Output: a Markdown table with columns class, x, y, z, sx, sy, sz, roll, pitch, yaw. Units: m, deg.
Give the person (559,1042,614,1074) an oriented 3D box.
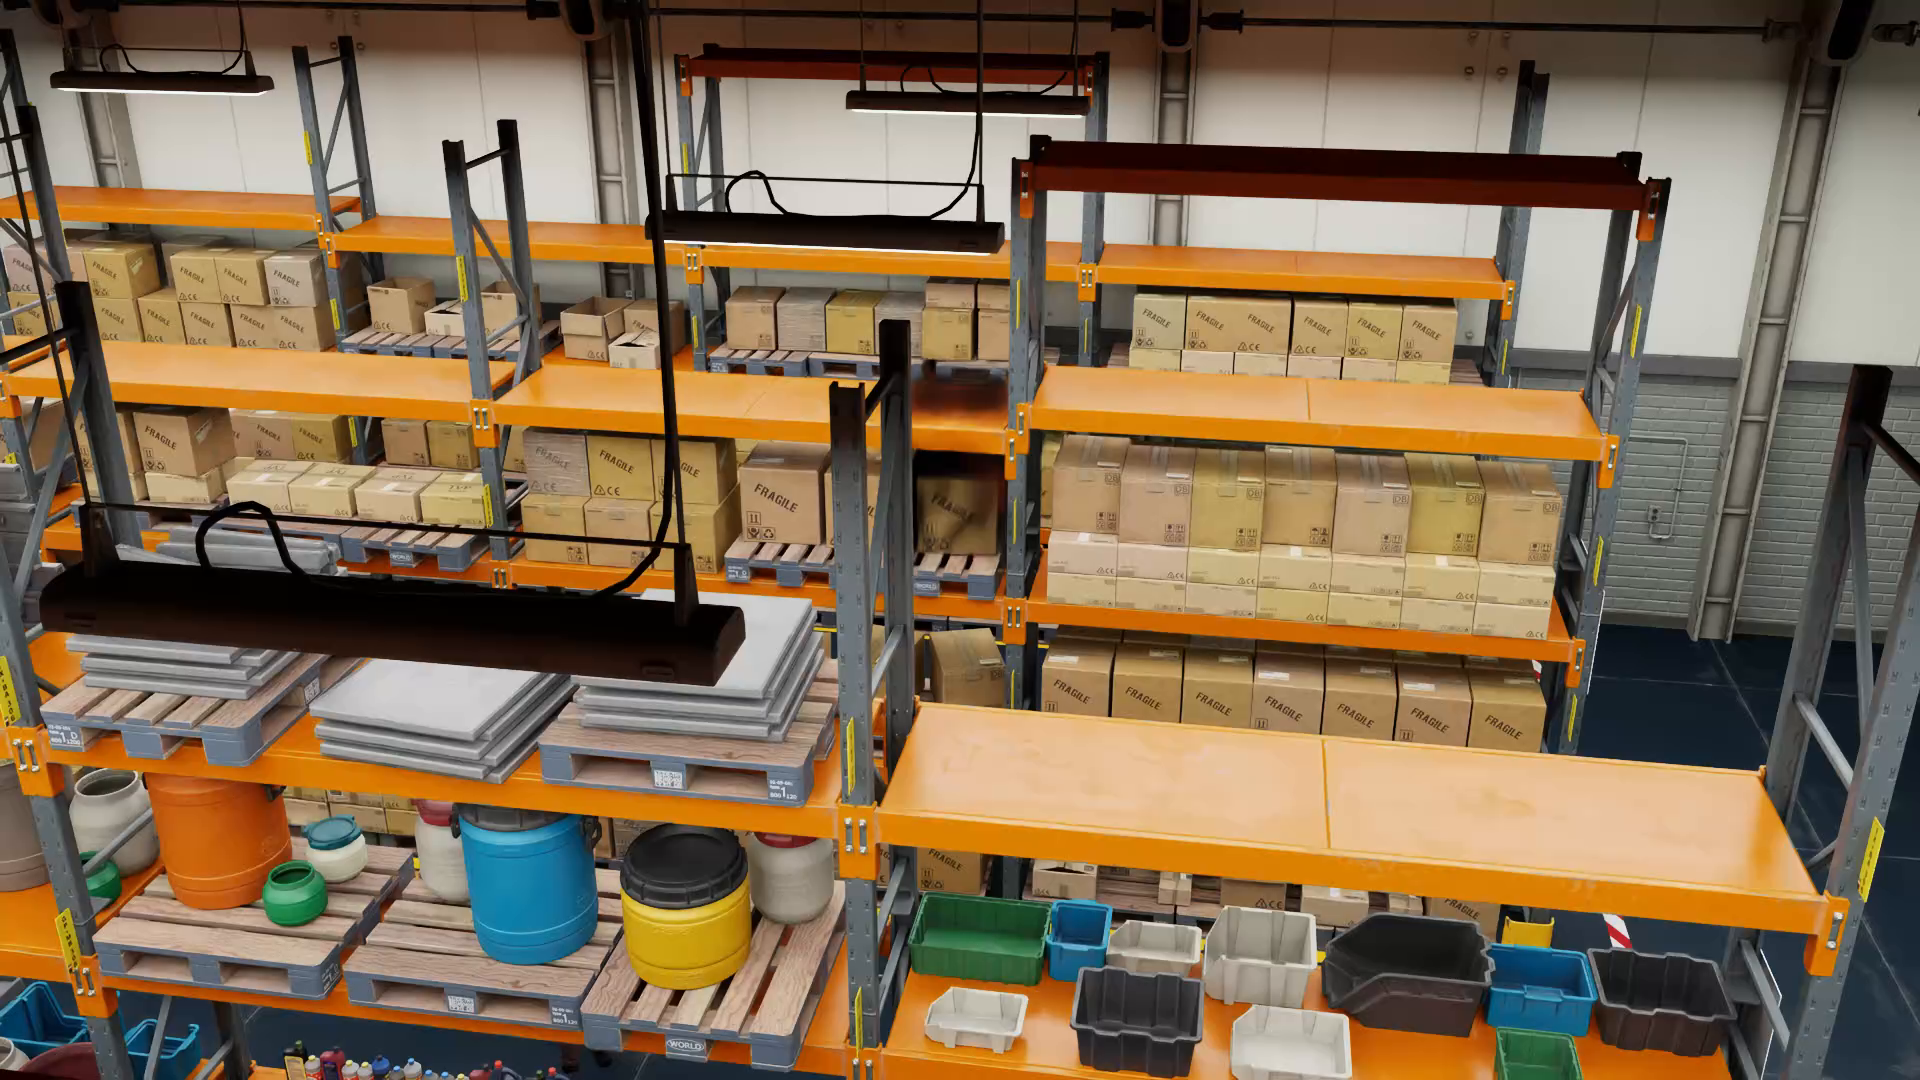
| class | x | y | z | sx | sy | sz | roll | pitch | yaw |
| --- | --- | --- | --- | --- | --- | --- | --- | --- | --- |
| person | -2.526 | 2.860 | 11.185 | 0.611 | 1.790 | 0.485 | 0 | 23 | 0 |
